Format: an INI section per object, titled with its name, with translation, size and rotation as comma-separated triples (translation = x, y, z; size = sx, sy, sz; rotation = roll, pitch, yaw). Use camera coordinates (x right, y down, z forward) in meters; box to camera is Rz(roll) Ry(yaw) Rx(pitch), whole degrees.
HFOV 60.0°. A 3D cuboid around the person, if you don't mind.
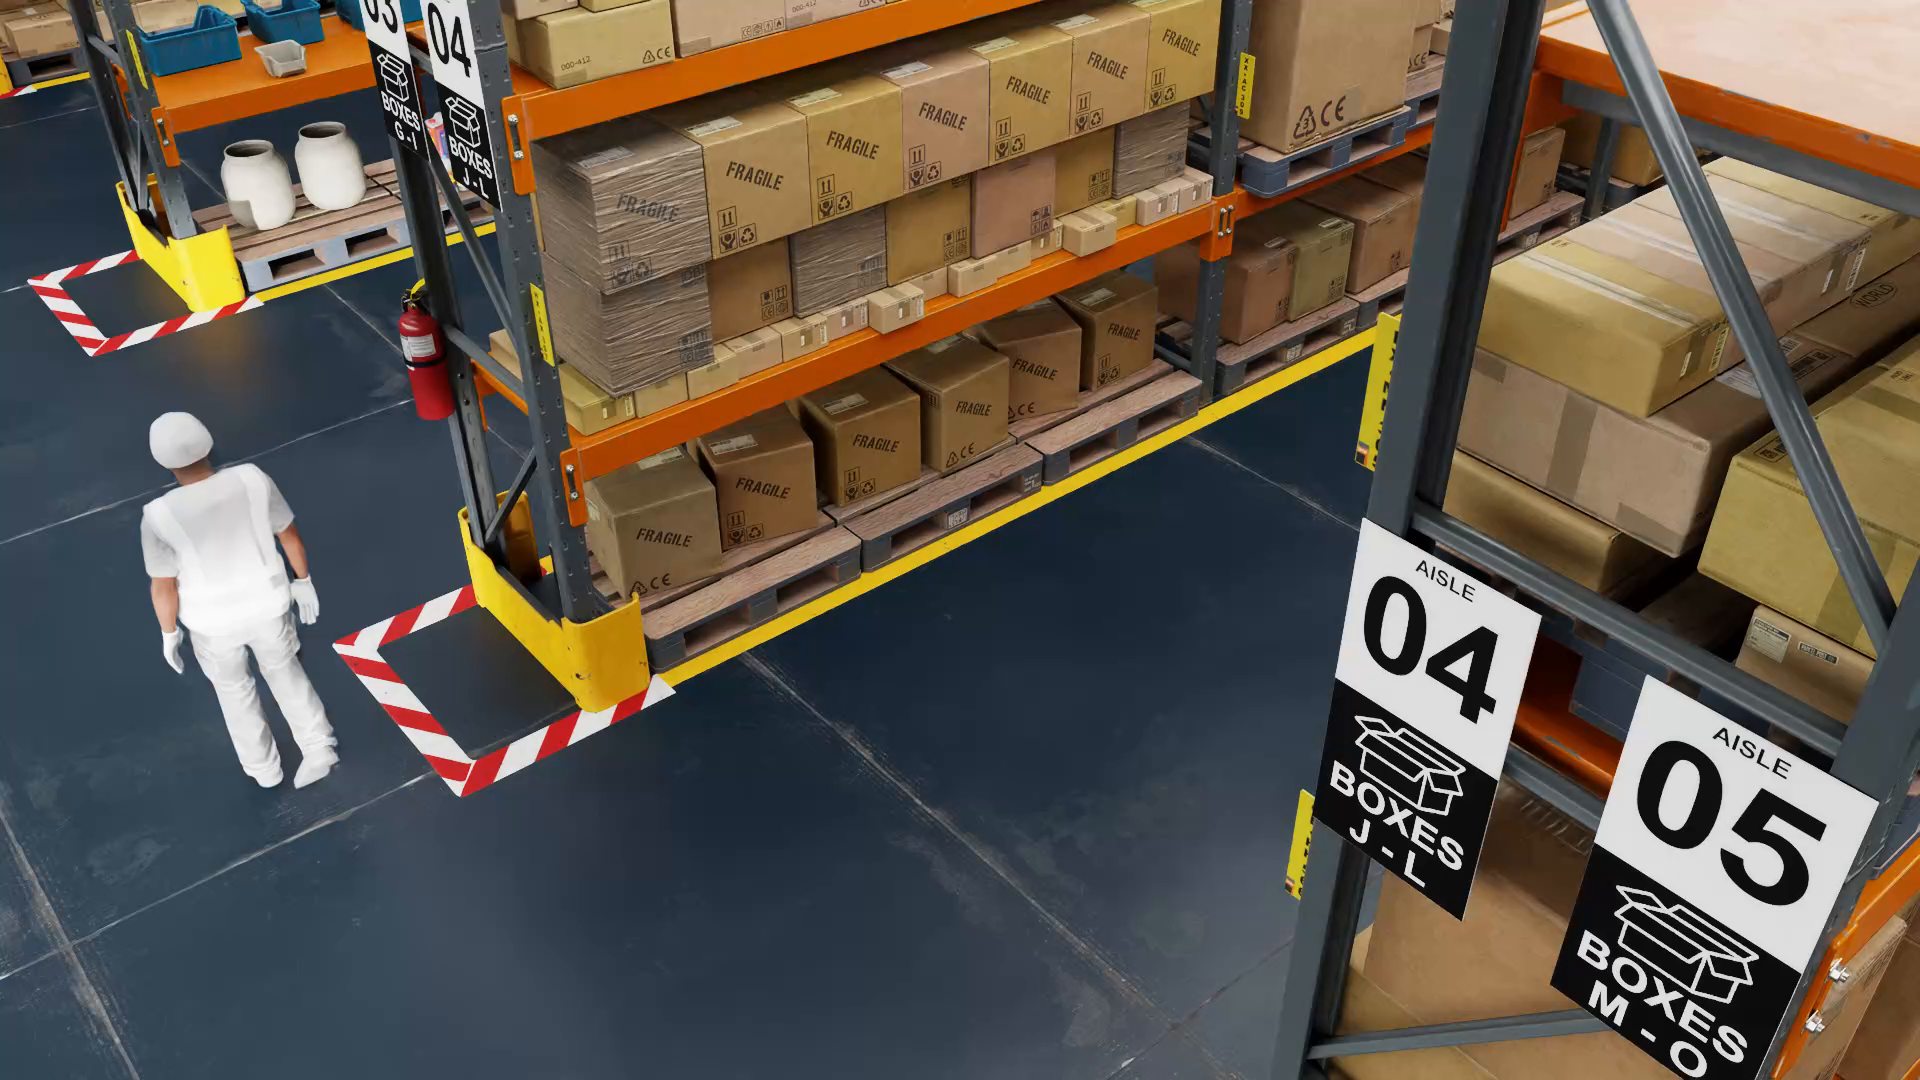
[person]
translation = -2.848, 0.302, 6.614
size = 0.619, 1.771, 0.632
rotation = -26, 43, -32
